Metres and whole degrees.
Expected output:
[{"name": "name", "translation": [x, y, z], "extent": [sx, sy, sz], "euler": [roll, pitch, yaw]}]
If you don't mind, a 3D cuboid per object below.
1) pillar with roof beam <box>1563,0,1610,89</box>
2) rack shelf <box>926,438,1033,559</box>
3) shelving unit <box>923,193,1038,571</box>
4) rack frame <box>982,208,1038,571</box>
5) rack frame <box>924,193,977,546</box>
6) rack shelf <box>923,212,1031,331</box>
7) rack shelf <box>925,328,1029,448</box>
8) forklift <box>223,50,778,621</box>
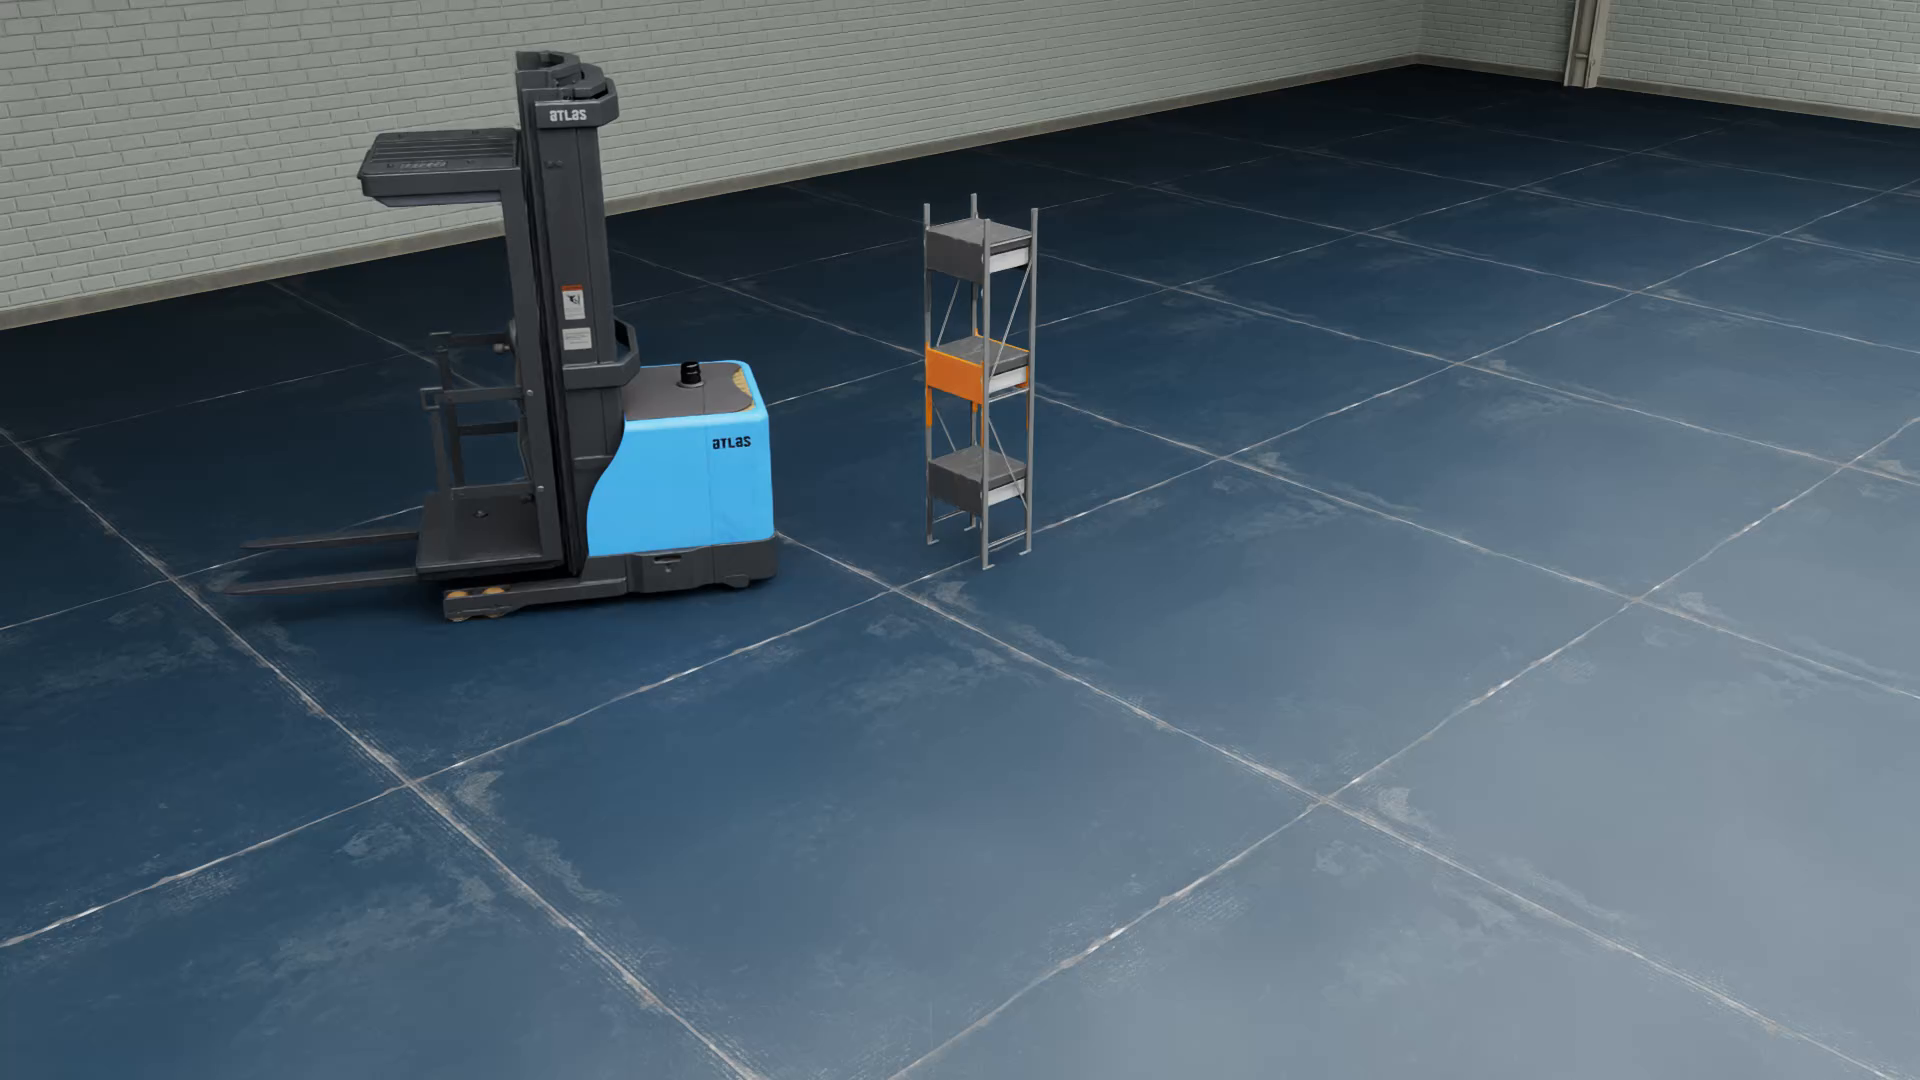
[{"name": "pillar with roof beam", "translation": [6.379, -9.845, 20.988], "extent": [9.100, 9.000, 0.400], "euler": [-21, 32, -38]}, {"name": "rack shelf", "translation": [0.113, -0.256, 10.000], "extent": [0.431, 0.518, 0.480], "euler": [-21, 32, -38]}, {"name": "shelving unit", "translation": [0.113, -0.905, 9.704], "extent": [0.431, 2.100, 0.503], "euler": [-21, 32, -38]}, {"name": "rack frame", "translation": [0.280, -0.831, 9.542], "extent": [0.400, 2.100, 0.015], "euler": [-21, 32, -38]}, {"name": "rack frame", "translation": [-0.054, -0.979, 9.866], "extent": [0.400, 2.100, 0.015], "euler": [-21, 32, -38]}, {"name": "rack shelf", "translation": [0.113, -1.530, 9.419], "extent": [0.431, 0.518, 0.480], "euler": [-21, 32, -38]}, {"name": "rack shelf", "translation": [0.113, -0.893, 9.710], "extent": [0.431, 0.518, 0.480], "euler": [-21, 32, -38]}, {"name": "forklift", "translation": [-2.632, -1.121, 9.177], "extent": [3.031, 2.935, 1.130], "euler": [-6, 25, -12]}]
